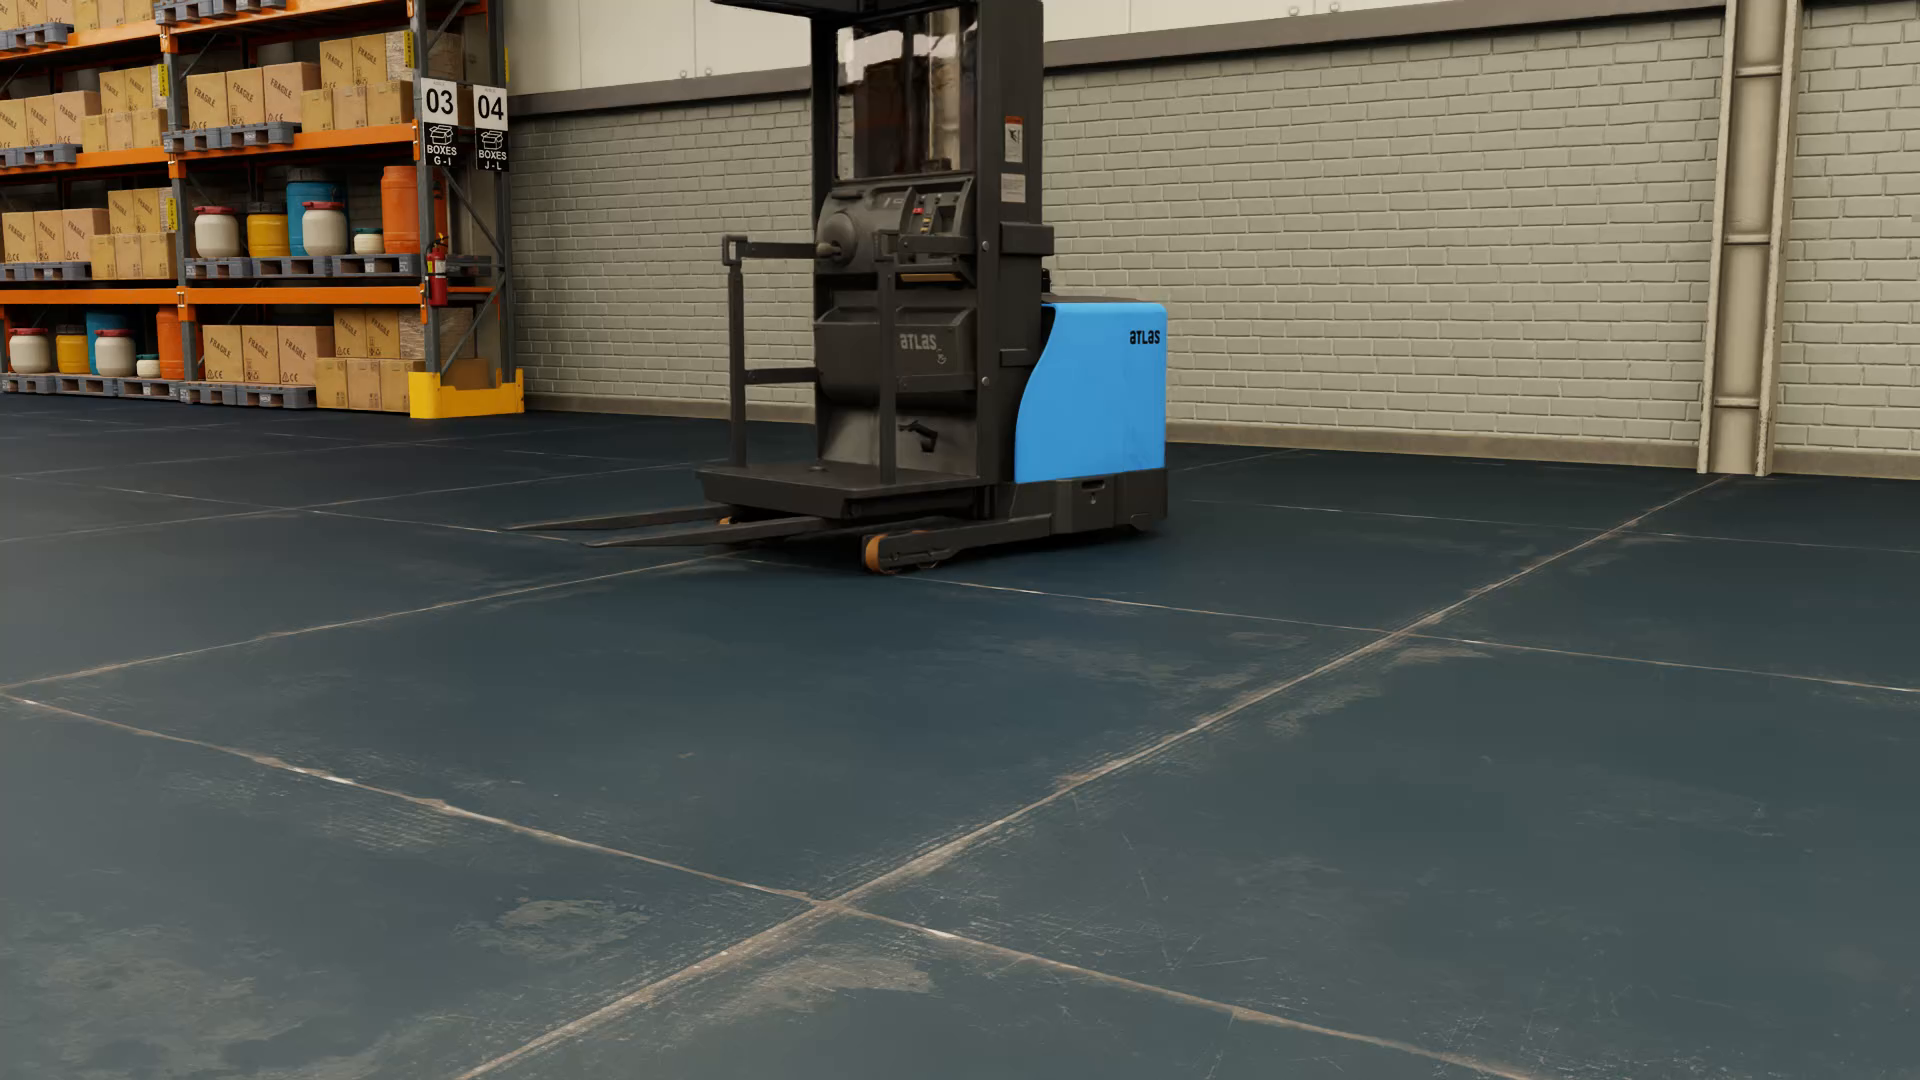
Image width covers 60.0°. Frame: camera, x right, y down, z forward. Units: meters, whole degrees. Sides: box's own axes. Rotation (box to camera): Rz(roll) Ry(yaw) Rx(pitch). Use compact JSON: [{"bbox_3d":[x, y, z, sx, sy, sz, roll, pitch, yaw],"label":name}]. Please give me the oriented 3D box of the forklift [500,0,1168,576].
[{"bbox_3d":[-0.438,-1.391,6.977,3.031,2.935,1.130,-8,11,-43],"label":"forklift"}]
